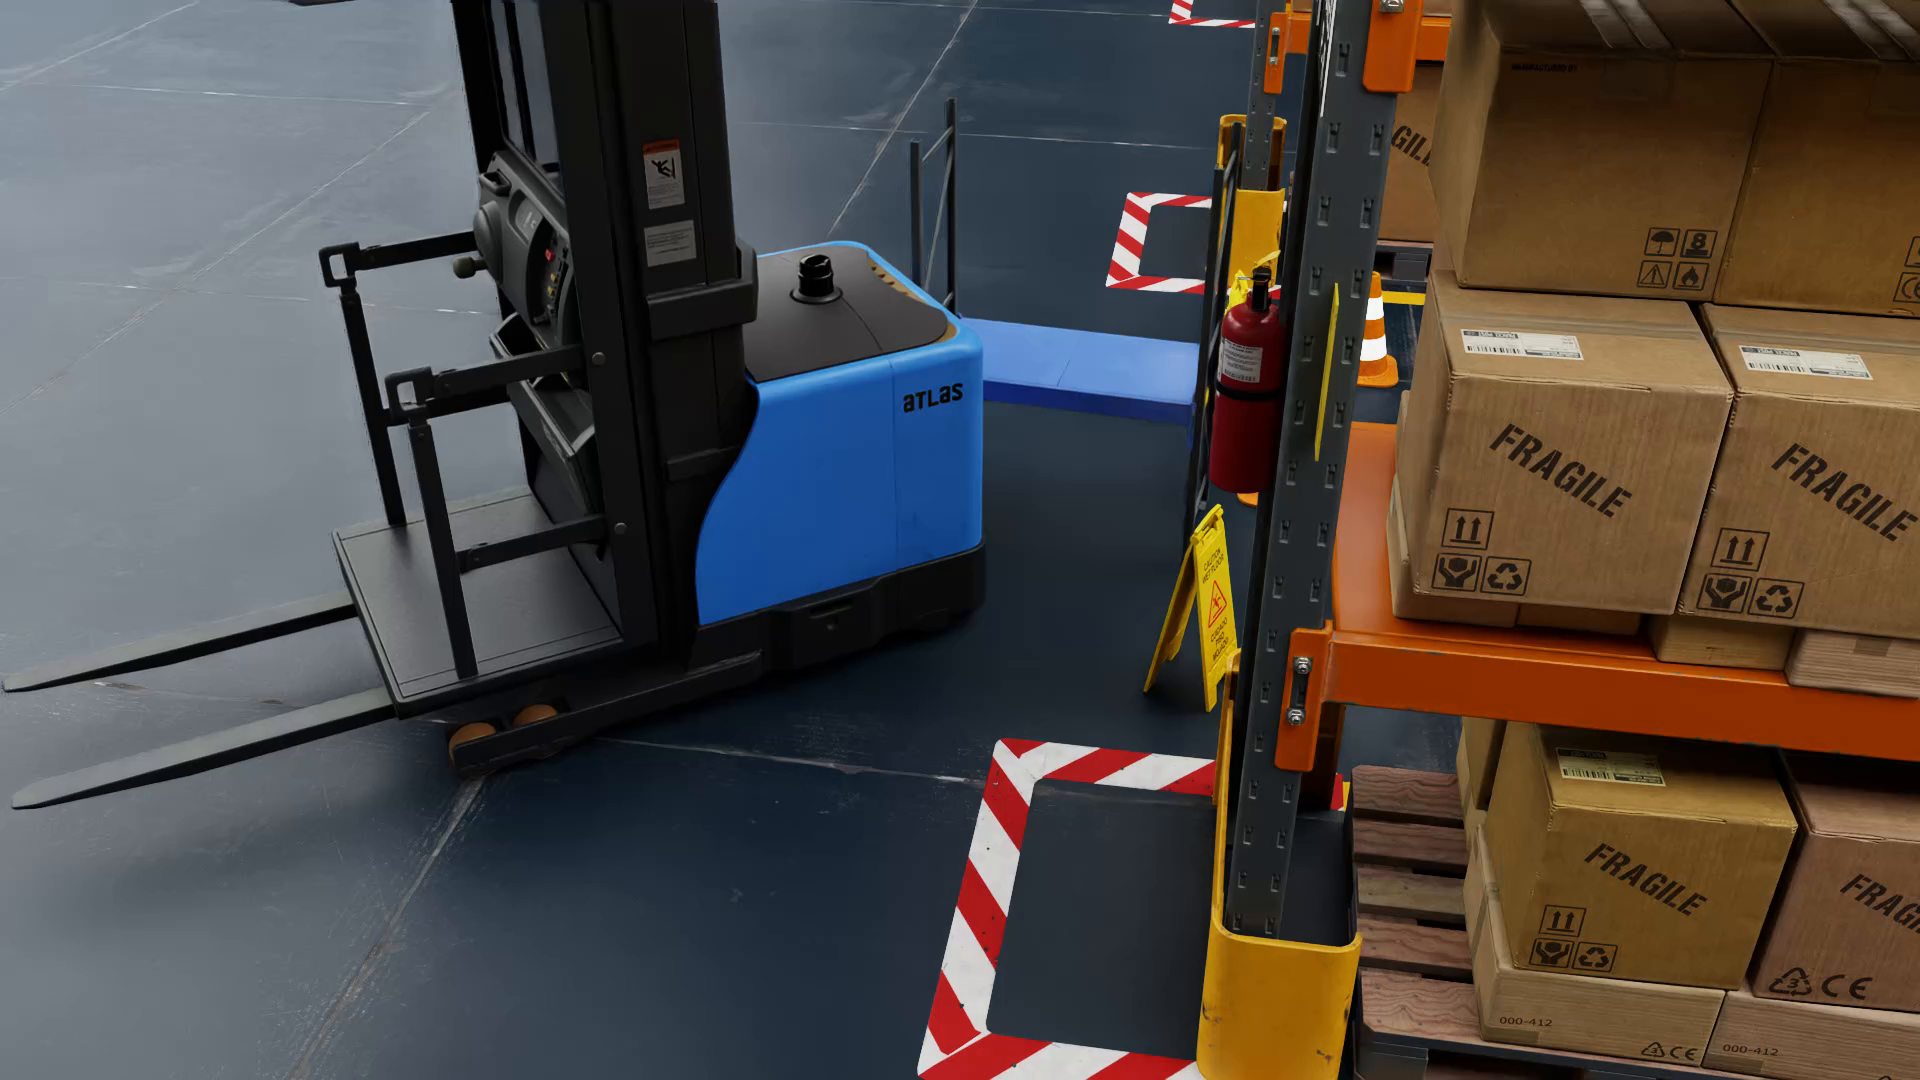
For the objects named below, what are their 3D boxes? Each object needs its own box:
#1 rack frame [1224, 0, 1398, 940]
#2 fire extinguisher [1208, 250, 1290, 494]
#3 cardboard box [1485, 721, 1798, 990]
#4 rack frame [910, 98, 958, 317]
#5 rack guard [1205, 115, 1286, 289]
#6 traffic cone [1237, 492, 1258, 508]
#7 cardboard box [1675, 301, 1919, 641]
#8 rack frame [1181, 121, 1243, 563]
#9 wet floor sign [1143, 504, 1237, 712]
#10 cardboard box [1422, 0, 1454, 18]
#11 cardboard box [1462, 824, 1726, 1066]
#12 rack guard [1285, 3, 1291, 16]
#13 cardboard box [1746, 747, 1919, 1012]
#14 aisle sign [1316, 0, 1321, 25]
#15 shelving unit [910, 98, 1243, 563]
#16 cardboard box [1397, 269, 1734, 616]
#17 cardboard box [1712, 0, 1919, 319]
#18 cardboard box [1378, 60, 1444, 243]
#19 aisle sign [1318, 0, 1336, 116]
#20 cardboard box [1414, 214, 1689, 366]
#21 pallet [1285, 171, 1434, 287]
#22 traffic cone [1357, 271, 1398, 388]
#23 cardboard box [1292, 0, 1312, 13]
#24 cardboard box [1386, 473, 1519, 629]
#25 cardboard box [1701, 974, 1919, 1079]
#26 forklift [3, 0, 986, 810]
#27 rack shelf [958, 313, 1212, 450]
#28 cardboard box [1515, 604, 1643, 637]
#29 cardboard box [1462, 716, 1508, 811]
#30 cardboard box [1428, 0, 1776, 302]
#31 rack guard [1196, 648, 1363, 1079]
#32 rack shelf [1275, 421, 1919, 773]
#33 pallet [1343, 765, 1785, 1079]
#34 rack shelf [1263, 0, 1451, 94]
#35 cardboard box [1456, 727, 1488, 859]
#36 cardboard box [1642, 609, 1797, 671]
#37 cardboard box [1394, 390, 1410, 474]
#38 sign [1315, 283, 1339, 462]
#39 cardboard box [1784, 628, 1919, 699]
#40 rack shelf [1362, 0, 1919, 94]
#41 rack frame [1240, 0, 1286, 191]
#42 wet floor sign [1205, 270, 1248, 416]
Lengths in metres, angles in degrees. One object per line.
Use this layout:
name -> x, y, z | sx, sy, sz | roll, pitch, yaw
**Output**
rack frame -> 0.775, -0.228, 3.787 | 0.127, 3.000, 1.000 | 5, 32, 8
fire extinguisher -> 0.740, -0.447, 4.209 | 0.183, 0.674, 0.296 | 5, 32, 8
cardboard box -> 1.547, 0.660, 3.857 | 0.500, 0.500, 0.500 | 4, 32, 7
rack frame -> -0.088, -0.818, 6.143 | 0.032, 1.500, 0.500 | 8, 33, 13
rack guard -> 1.485, -1.769, 8.604 | 0.348, 0.500, 1.175 | 5, 32, 8
traffic cone -> 1.268, -0.400, 6.453 | 0.334, 0.463, 0.336 | 5, 32, 8
cardboard box -> 1.706, -0.165, 3.311 | 0.500, 0.500, 0.500 | 6, 33, 10
rack frame -> 0.893, -0.677, 5.918 | 0.032, 1.500, 0.500 | 8, 33, 13
wet floor sign -> 0.768, 0.193, 5.333 | 0.232, 0.644, 0.267 | 17, 36, 25
cardboard box -> 2.427, -2.842, 7.823 | 0.550, 0.550, 0.875 | 5, 32, 8
cardboard box -> 1.524, 0.976, 4.059 | 0.500, 0.250, 0.500 | 5, 32, 8
rack guard -> 2.517, -4.345, 12.720 | 0.348, 0.500, 1.175 | 5, 32, 8
cardboard box -> 2.063, 0.704, 3.786 | 0.500, 0.500, 0.500 | 4, 32, 6
aisle sign -> 0.763, -1.487, 3.349 | 0.004, 0.787, 0.394 | 5, 32, 8
shelving unit -> 0.403, -0.747, 6.030 | 1.048, 1.500, 0.538 | 8, 33, 13
cardboard box -> 1.195, -0.209, 3.382 | 0.500, 0.500, 0.500 | 5, 32, 7
cardboard box -> 1.813, -0.840, 3.448 | 0.500, 0.500, 0.700 | 5, 32, 9
cardboard box -> 2.188, -2.077, 8.348 | 0.875, 0.875, 0.875 | 5, 32, 8
aisle sign -> 0.662, -1.173, 2.847 | 0.004, 0.787, 0.394 | 5, 32, 8
cardboard box -> 1.356, -0.492, 3.835 | 0.500, 0.500, 0.500 | 5, 32, 7
pallet -> 2.310, -1.613, 8.629 | 1.213, 0.211, 1.003 | 5, 32, 8
traffic cone -> 1.793, -0.961, 7.348 | 0.334, 0.463, 0.336 | 5, 32, 8
cardboard box -> 1.882, -2.880, 7.883 | 0.550, 0.550, 0.875 | 5, 32, 8
cardboard box -> 1.075, 0.017, 3.632 | 0.250, 0.149, 0.380 | 5, 32, 8
cardboard box -> 2.026, 1.026, 3.980 | 0.500, 0.250, 0.500 | 6, 33, 10
forklift -> -1.457, -0.835, 4.822 | 3.031, 2.935, 1.130 | -16, 35, -23
rack shelf -> 0.403, -0.595, 6.126 | 1.000, 0.185, 0.538 | 8, 33, 13
cardboard box -> 1.326, 0.032, 3.608 | 0.250, 0.149, 0.380 | 6, 32, 9
cardboard box -> 1.609, 0.377, 4.310 | 0.500, 0.500, 0.500 | 5, 32, 9
cardboard box -> 1.315, -0.889, 3.526 | 0.500, 0.500, 0.700 | 4, 32, 7
rack guard -> 0.850, 0.838, 4.440 | 0.348, 0.500, 1.175 | 5, 32, 8
rack shelf -> 2.747, 0.255, 3.693 | 4.000, 0.370, 1.077 | 5, 32, 8
pallet -> 1.645, 1.052, 4.371 | 1.213, 0.211, 1.003 | 5, 32, 8
rack shelf -> 3.480, -2.343, 7.843 | 4.000, 0.370, 1.077 | 5, 32, 8
cardboard box -> 1.641, 0.693, 4.511 | 0.500, 0.250, 0.500 | 5, 32, 8
cardboard box -> 1.574, 0.098, 3.503 | 0.250, 0.149, 0.380 | 4, 32, 7
cardboard box -> 1.180, -0.200, 3.979 | 0.250, 0.149, 0.380 | 6, 33, 10
sign -> 0.684, -0.311, 3.104 | 0.005, 0.325, 0.100 | 5, 32, 8
cardboard box -> 1.817, 0.145, 3.428 | 0.250, 0.149, 0.380 | 6, 32, 9
rack shelf -> 2.747, -1.016, 2.897 | 4.000, 0.370, 1.077 | 5, 32, 8
rack frame -> 1.508, -2.826, 7.938 | 0.127, 3.000, 1.000 | 5, 32, 8
wet floor sign -> 1.147, -0.795, 6.912 | 0.232, 0.644, 0.267 | 0, 32, 0
